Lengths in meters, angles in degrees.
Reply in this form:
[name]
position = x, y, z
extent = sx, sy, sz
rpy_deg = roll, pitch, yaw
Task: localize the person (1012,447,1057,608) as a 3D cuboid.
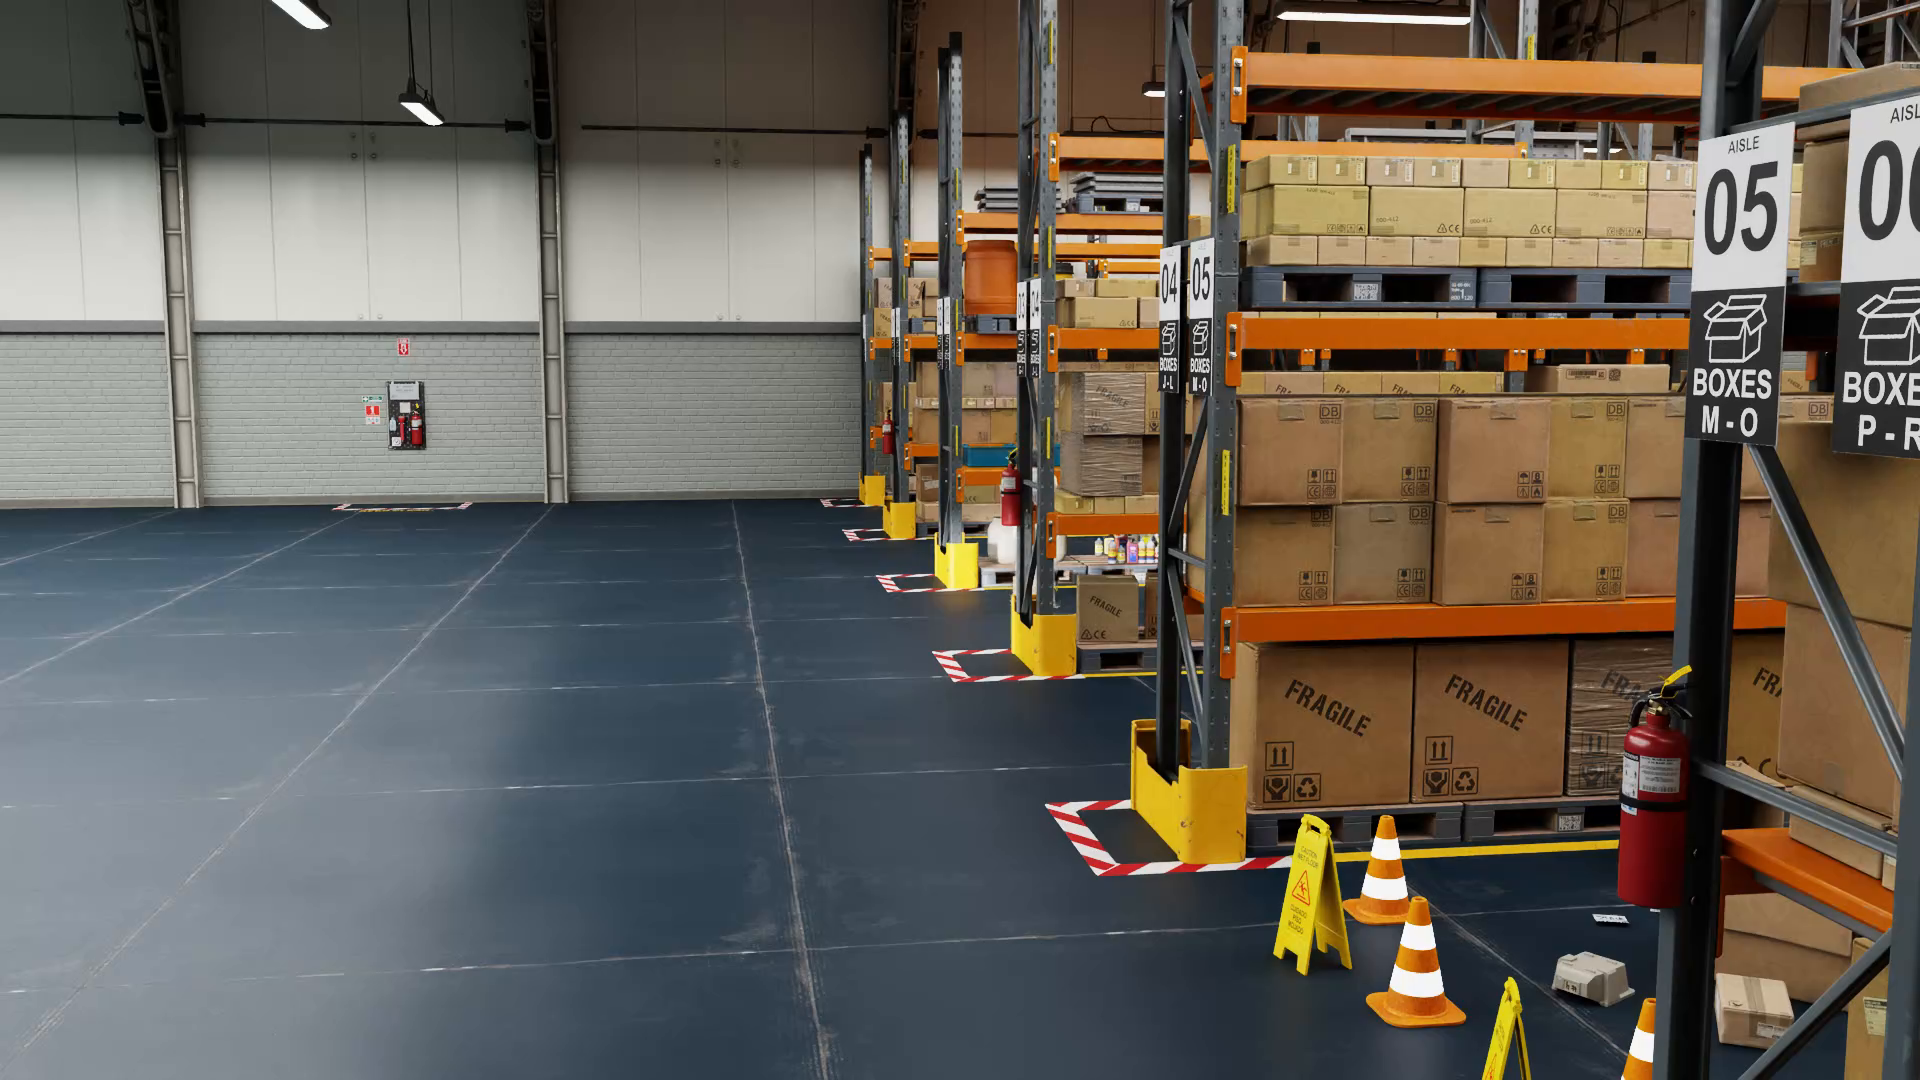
[person]
position = 0.754, -0.122, 16.943
extent = 0.475, 1.661, 0.321
rpy_deg = -1, 7, -8
